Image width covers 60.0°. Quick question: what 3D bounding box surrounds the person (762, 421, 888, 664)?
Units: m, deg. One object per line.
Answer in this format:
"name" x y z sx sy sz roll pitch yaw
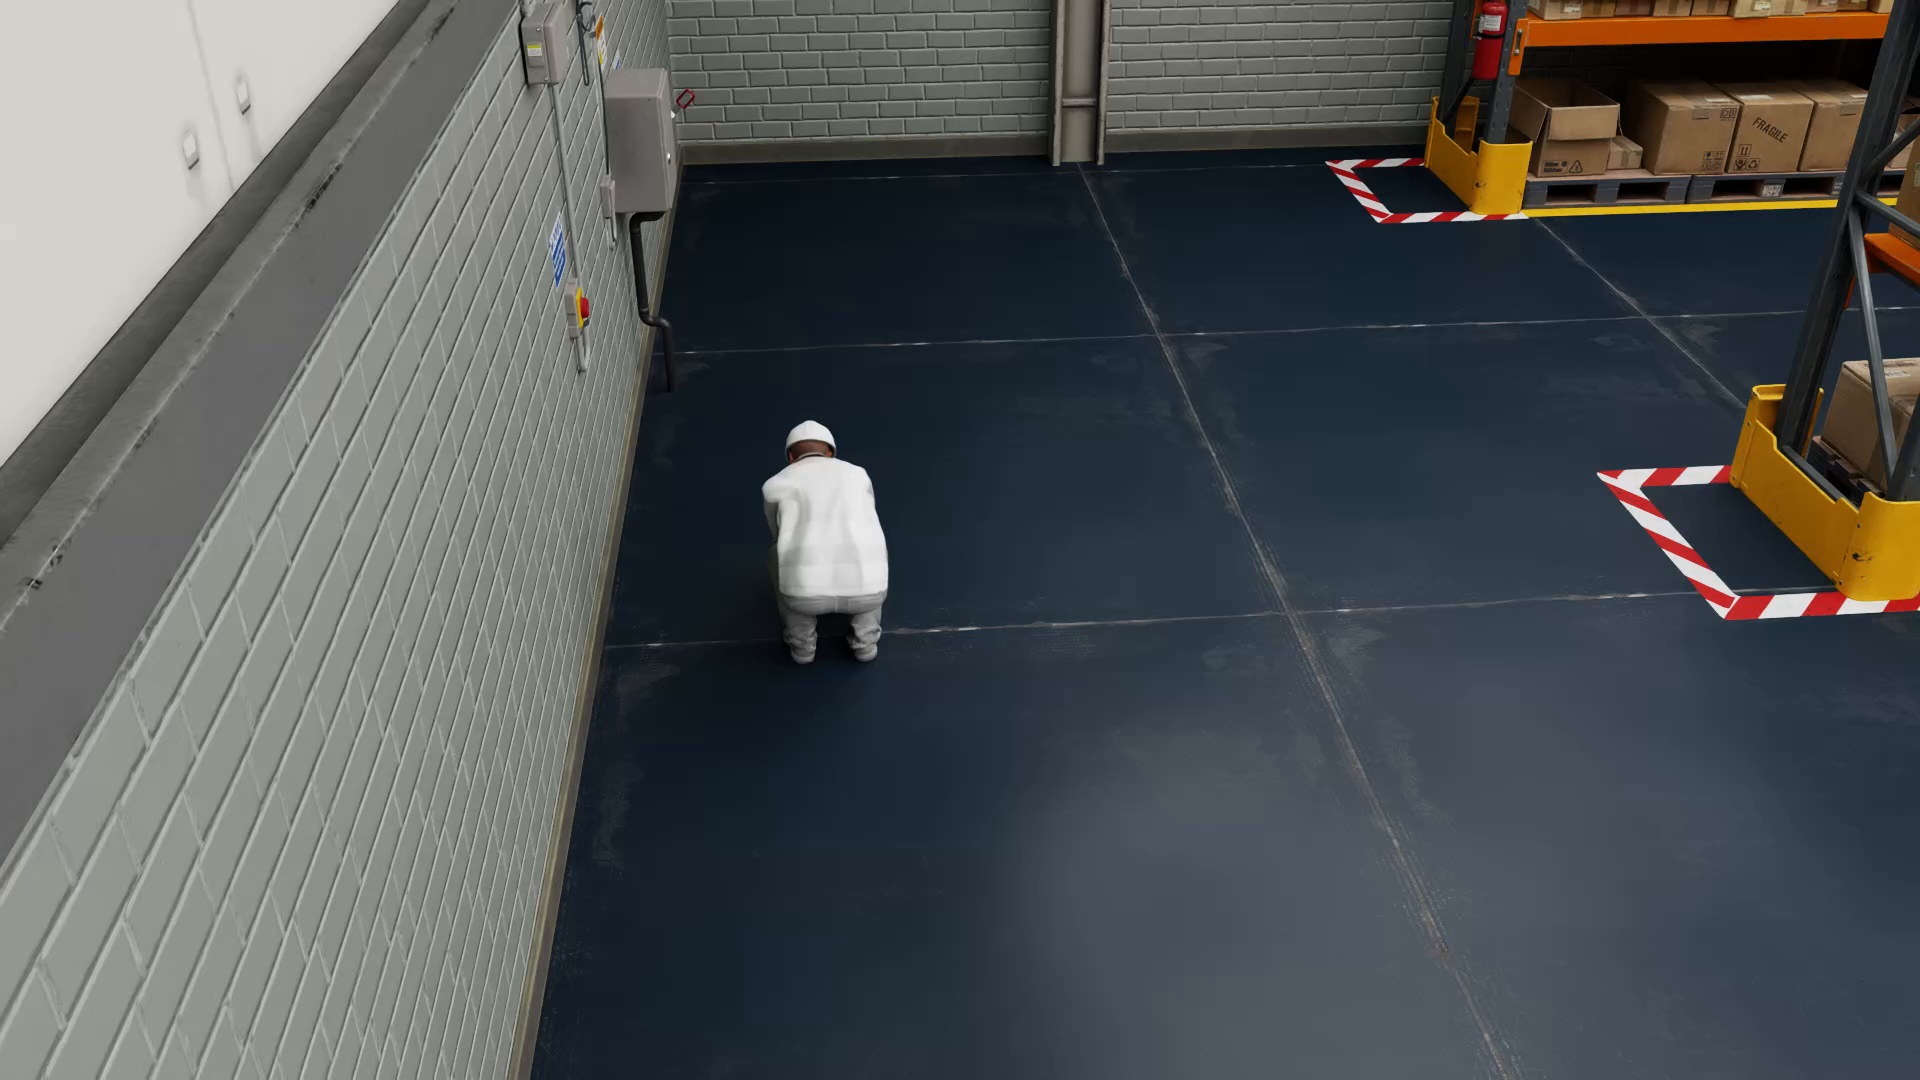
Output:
"person" -0.567 0.056 7.063 0.524 0.868 0.958 -3 31 -5
